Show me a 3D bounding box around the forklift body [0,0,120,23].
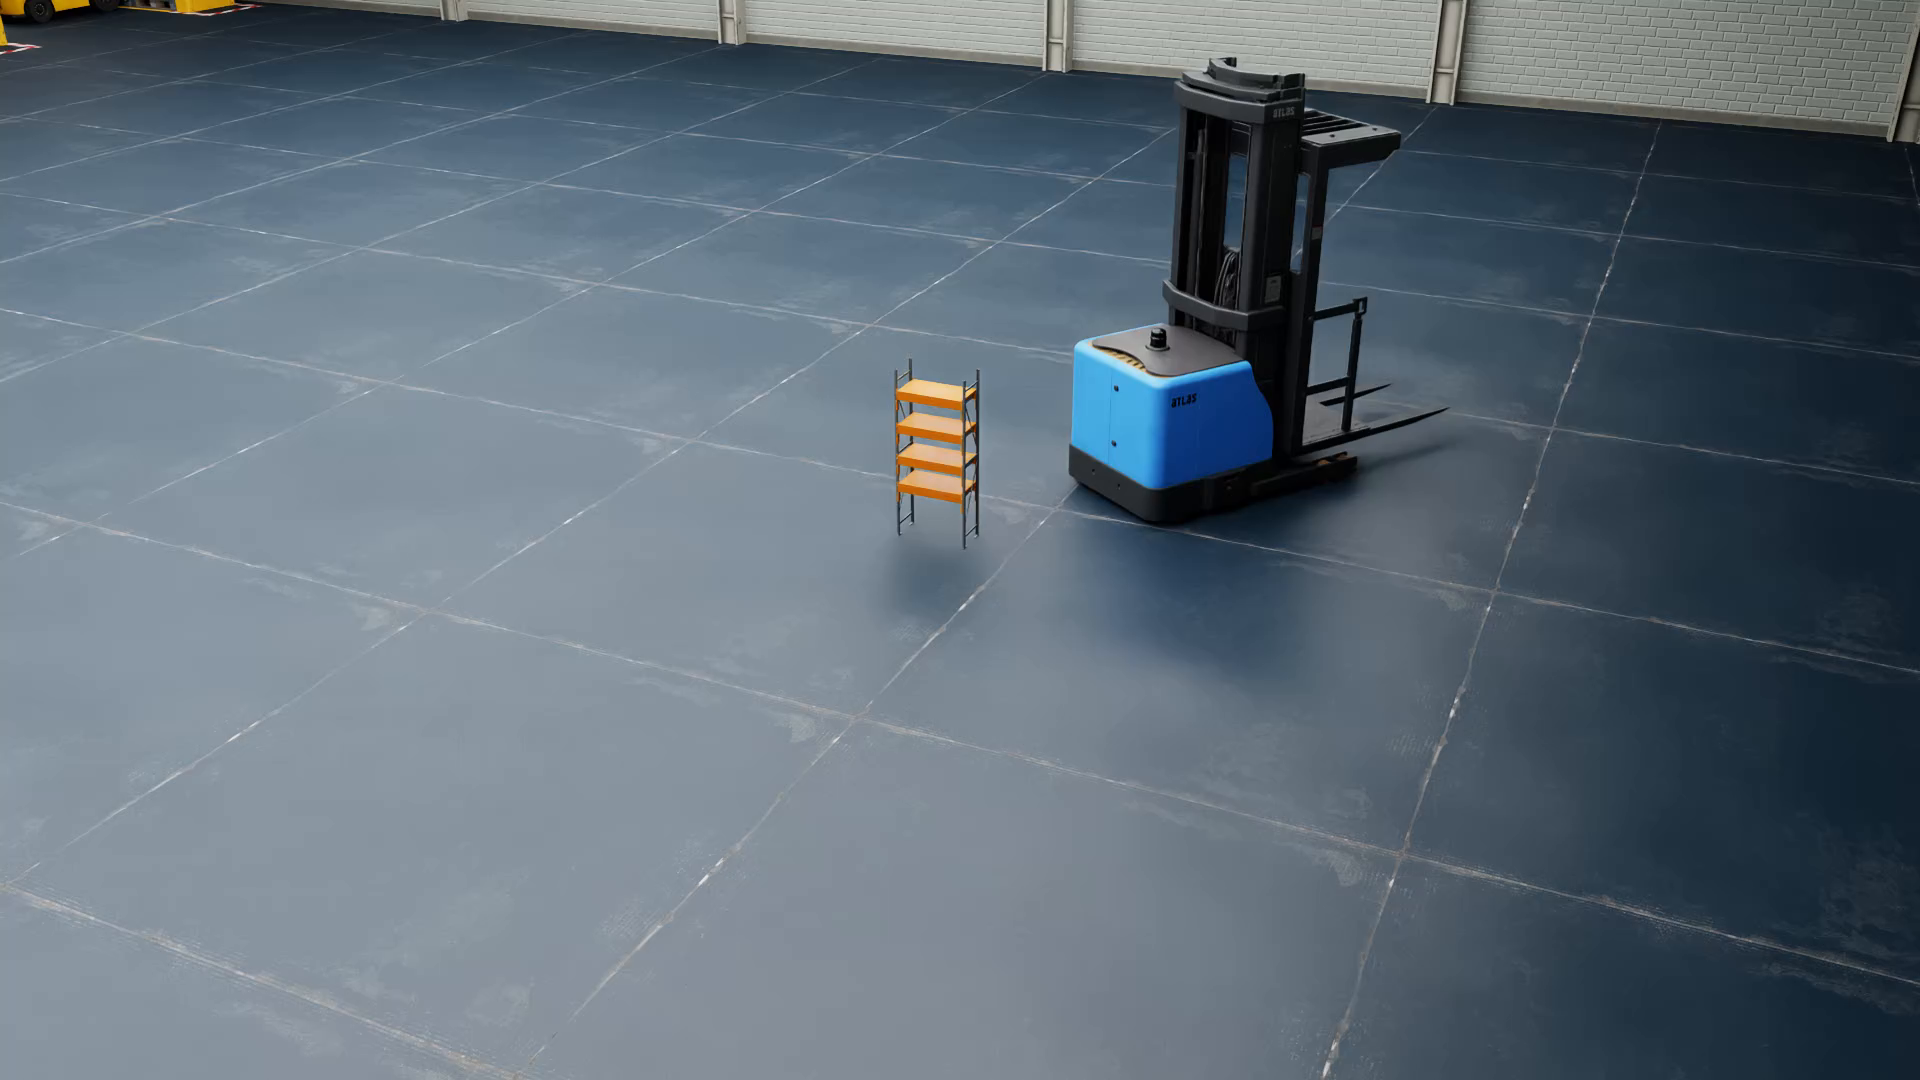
[{"bbox_3d":[-17.057,-10.855,30.863,1.214,2.155,2.313,11,28,22],"label":"forklift body"}]

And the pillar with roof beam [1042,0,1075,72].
[{"bbox_3d":[-0.233,-9.782,20.930,0.400,9.000,9.100,11,28,22],"label":"pillar with roof beam"}]

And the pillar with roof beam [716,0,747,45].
[{"bbox_3d":[-5.695,-10.879,23.158,0.400,9.000,9.100,11,28,22],"label":"pillar with roof beam"}]

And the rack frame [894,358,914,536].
[{"bbox_3d":[-0.373,-0.613,11.137,0.015,1.200,0.240,11,28,22],"label":"rack frame"}]

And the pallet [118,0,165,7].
[{"bbox_3d":[-16.396,-10.718,32.781,1.213,0.211,1.003,11,28,22],"label":"pallet"}]

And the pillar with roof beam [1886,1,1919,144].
[{"bbox_3d":[10.691,-7.588,16.474,0.400,9.000,9.100,11,28,22],"label":"pillar with roof beam"}]

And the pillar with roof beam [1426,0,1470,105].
[{"bbox_3d":[5.229,-8.685,18.702,0.400,9.000,9.100,11,28,22],"label":"pillar with roof beam"}]

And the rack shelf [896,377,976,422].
[{"bbox_3d":[-0.151,-0.921,10.873,0.480,0.148,0.258,11,28,22],"label":"rack shelf"}]

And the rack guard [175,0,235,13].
[{"bbox_3d":[-14.554,-10.497,32.004,0.348,0.500,1.175,11,28,22],"label":"rack guard"}]

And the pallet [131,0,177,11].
[{"bbox_3d":[-15.289,-10.495,32.327,1.213,0.211,1.003,11,28,22],"label":"pallet"}]

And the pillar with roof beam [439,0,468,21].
[{"bbox_3d":[-11.156,-11.976,25.386,0.400,9.000,9.100,11,28,22],"label":"pillar with roof beam"}]

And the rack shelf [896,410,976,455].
[{"bbox_3d":[-0.151,-0.709,10.977,0.480,0.148,0.258,11,28,22],"label":"rack shelf"}]

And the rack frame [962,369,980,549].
[{"bbox_3d":[0.071,-0.524,10.956,0.015,1.200,0.240,11,28,22],"label":"rack frame"}]

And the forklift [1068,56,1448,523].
[{"bbox_3d":[2.309,-1.909,11.810,3.031,2.935,1.130,-15,30,-28],"label":"forklift"}]

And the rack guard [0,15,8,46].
[{"bbox_3d":[-16.696,-8.519,27.986,0.348,0.500,1.175,11,28,22],"label":"rack guard"}]

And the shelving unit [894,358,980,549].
[{"bbox_3d":[-0.151,-0.569,11.046,0.503,1.200,0.258,11,28,22],"label":"shelving unit"}]

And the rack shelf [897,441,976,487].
[{"bbox_3d":[-0.151,-0.508,11.076,0.480,0.148,0.258,11,28,22],"label":"rack shelf"}]

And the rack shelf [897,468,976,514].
[{"bbox_3d":[-0.151,-0.330,11.164,0.480,0.148,0.258,11,28,22],"label":"rack shelf"}]
